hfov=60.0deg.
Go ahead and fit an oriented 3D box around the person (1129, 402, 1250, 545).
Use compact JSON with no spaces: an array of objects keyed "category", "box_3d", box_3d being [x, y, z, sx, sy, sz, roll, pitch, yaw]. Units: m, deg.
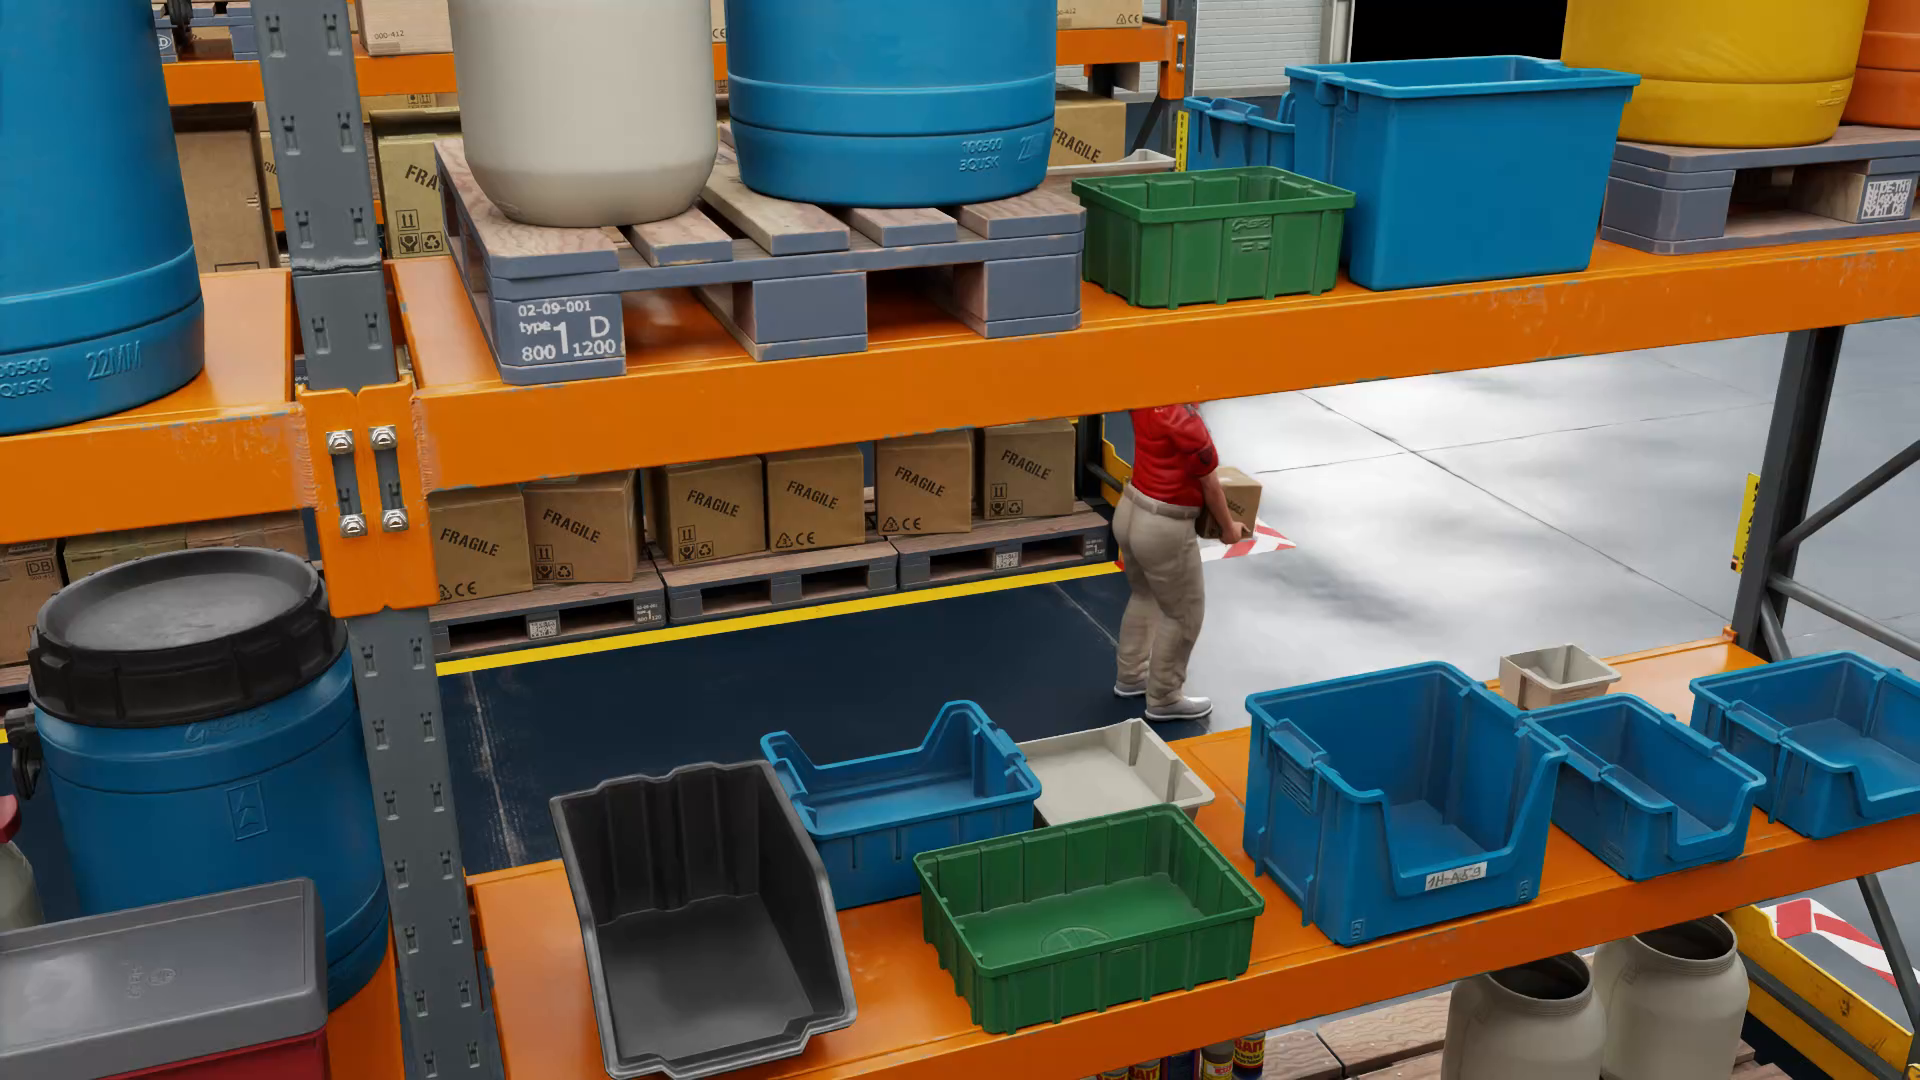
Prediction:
[{"category":"person","box_3d":[0.986,-0.437,7.134,0.480,0.915,0.489,-9,24,-20]}]
